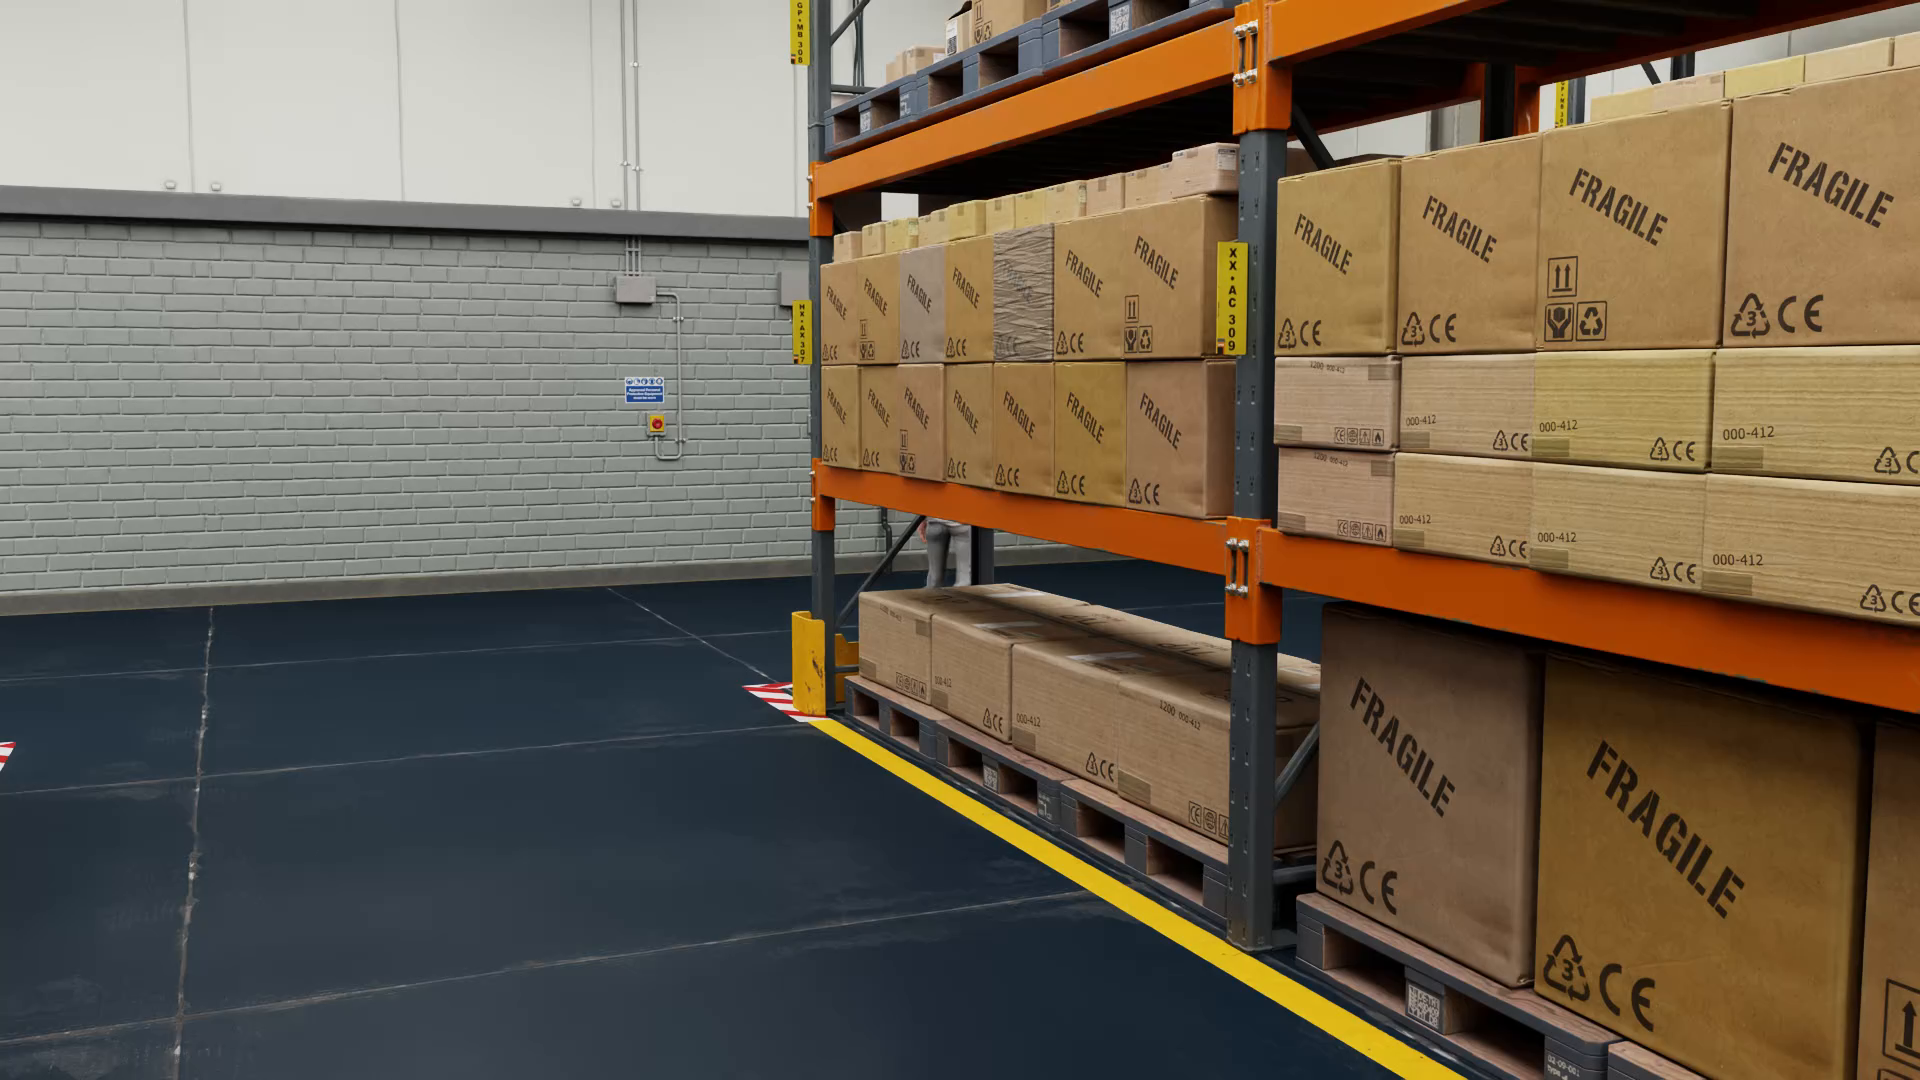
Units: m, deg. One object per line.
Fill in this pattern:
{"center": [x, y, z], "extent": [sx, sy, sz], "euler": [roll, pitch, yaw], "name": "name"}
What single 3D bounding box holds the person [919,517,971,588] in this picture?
{"center": [-0.057, -0.101, 10.692], "extent": [0.492, 1.577, 0.633], "euler": [2, 6, 20], "name": "person"}
